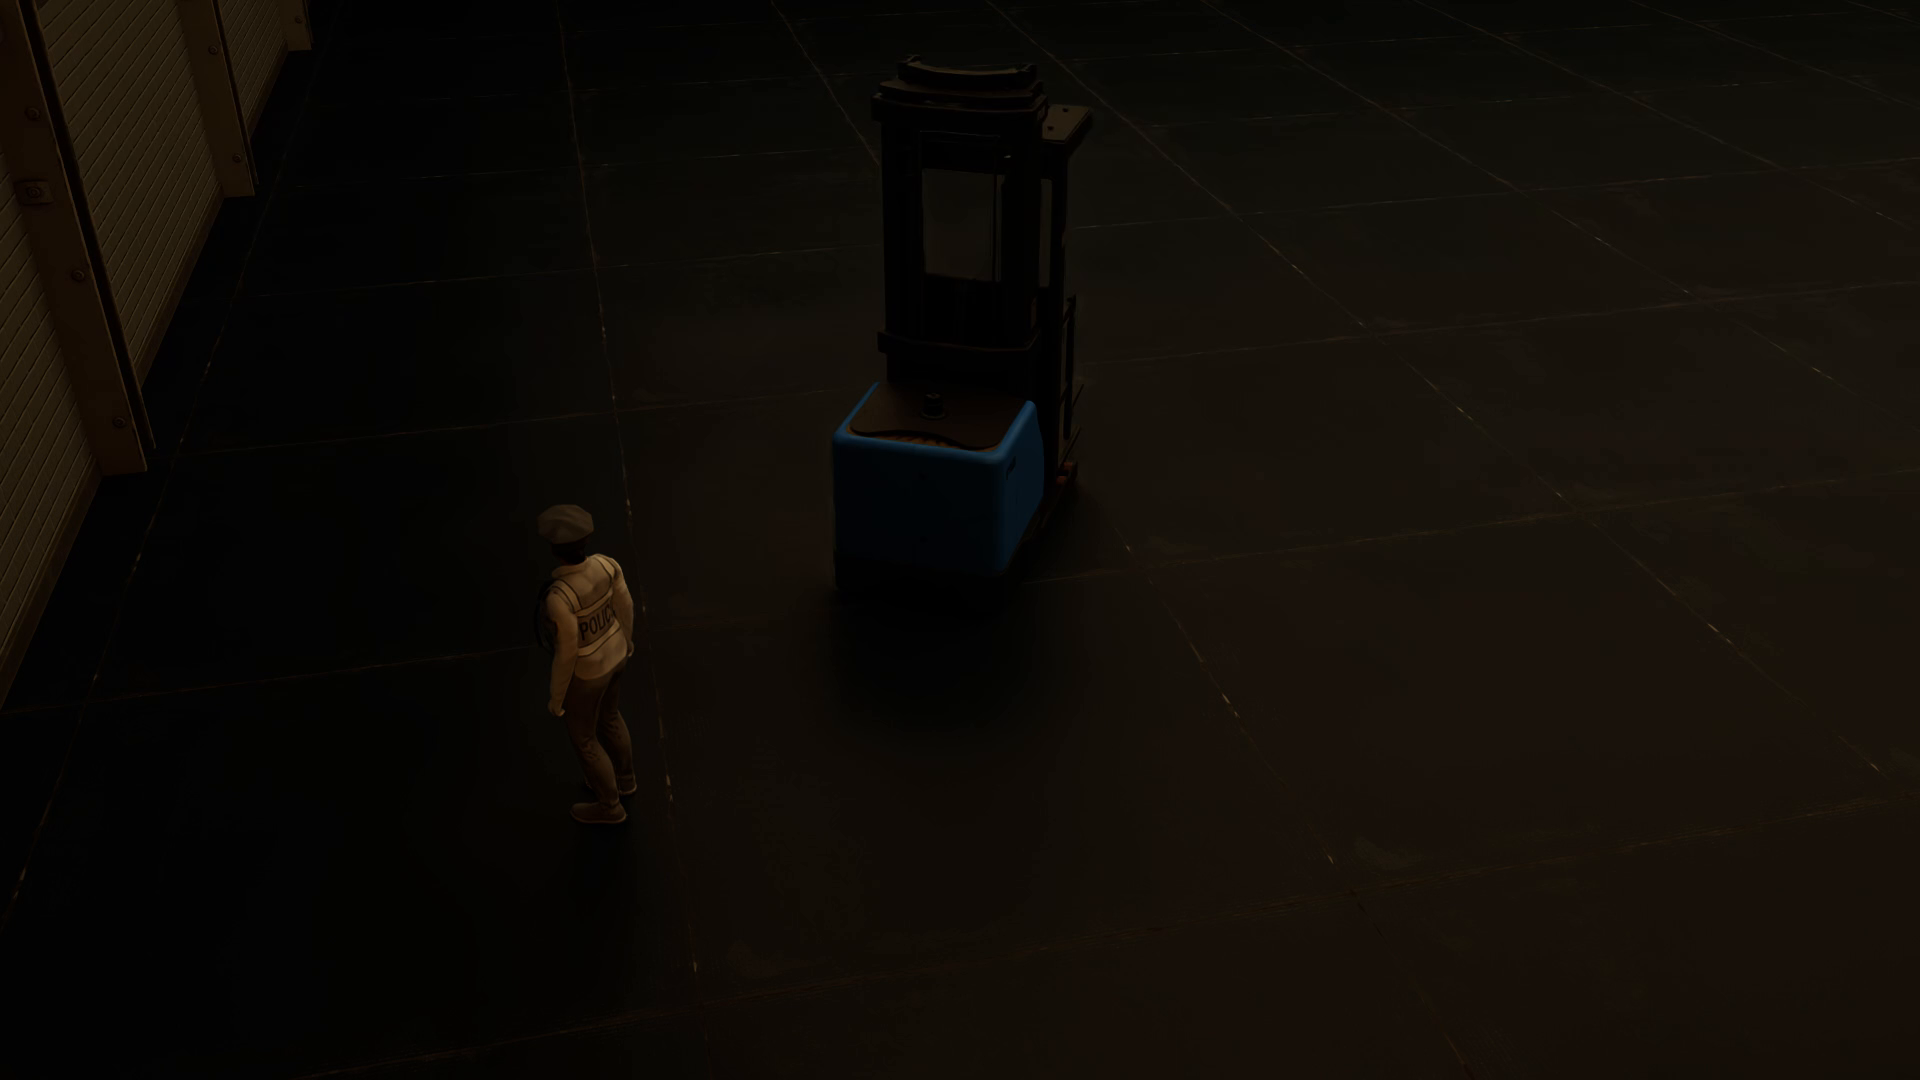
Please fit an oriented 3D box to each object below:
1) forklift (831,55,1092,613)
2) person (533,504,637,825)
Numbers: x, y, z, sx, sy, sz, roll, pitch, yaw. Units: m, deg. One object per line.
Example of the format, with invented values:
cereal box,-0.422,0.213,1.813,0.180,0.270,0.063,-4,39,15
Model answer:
forklift,0.156,-1.573,10.292,1.130,2.935,3.031,8,31,14
person,-1.763,0.590,7.812,0.381,1.677,0.596,13,32,21
